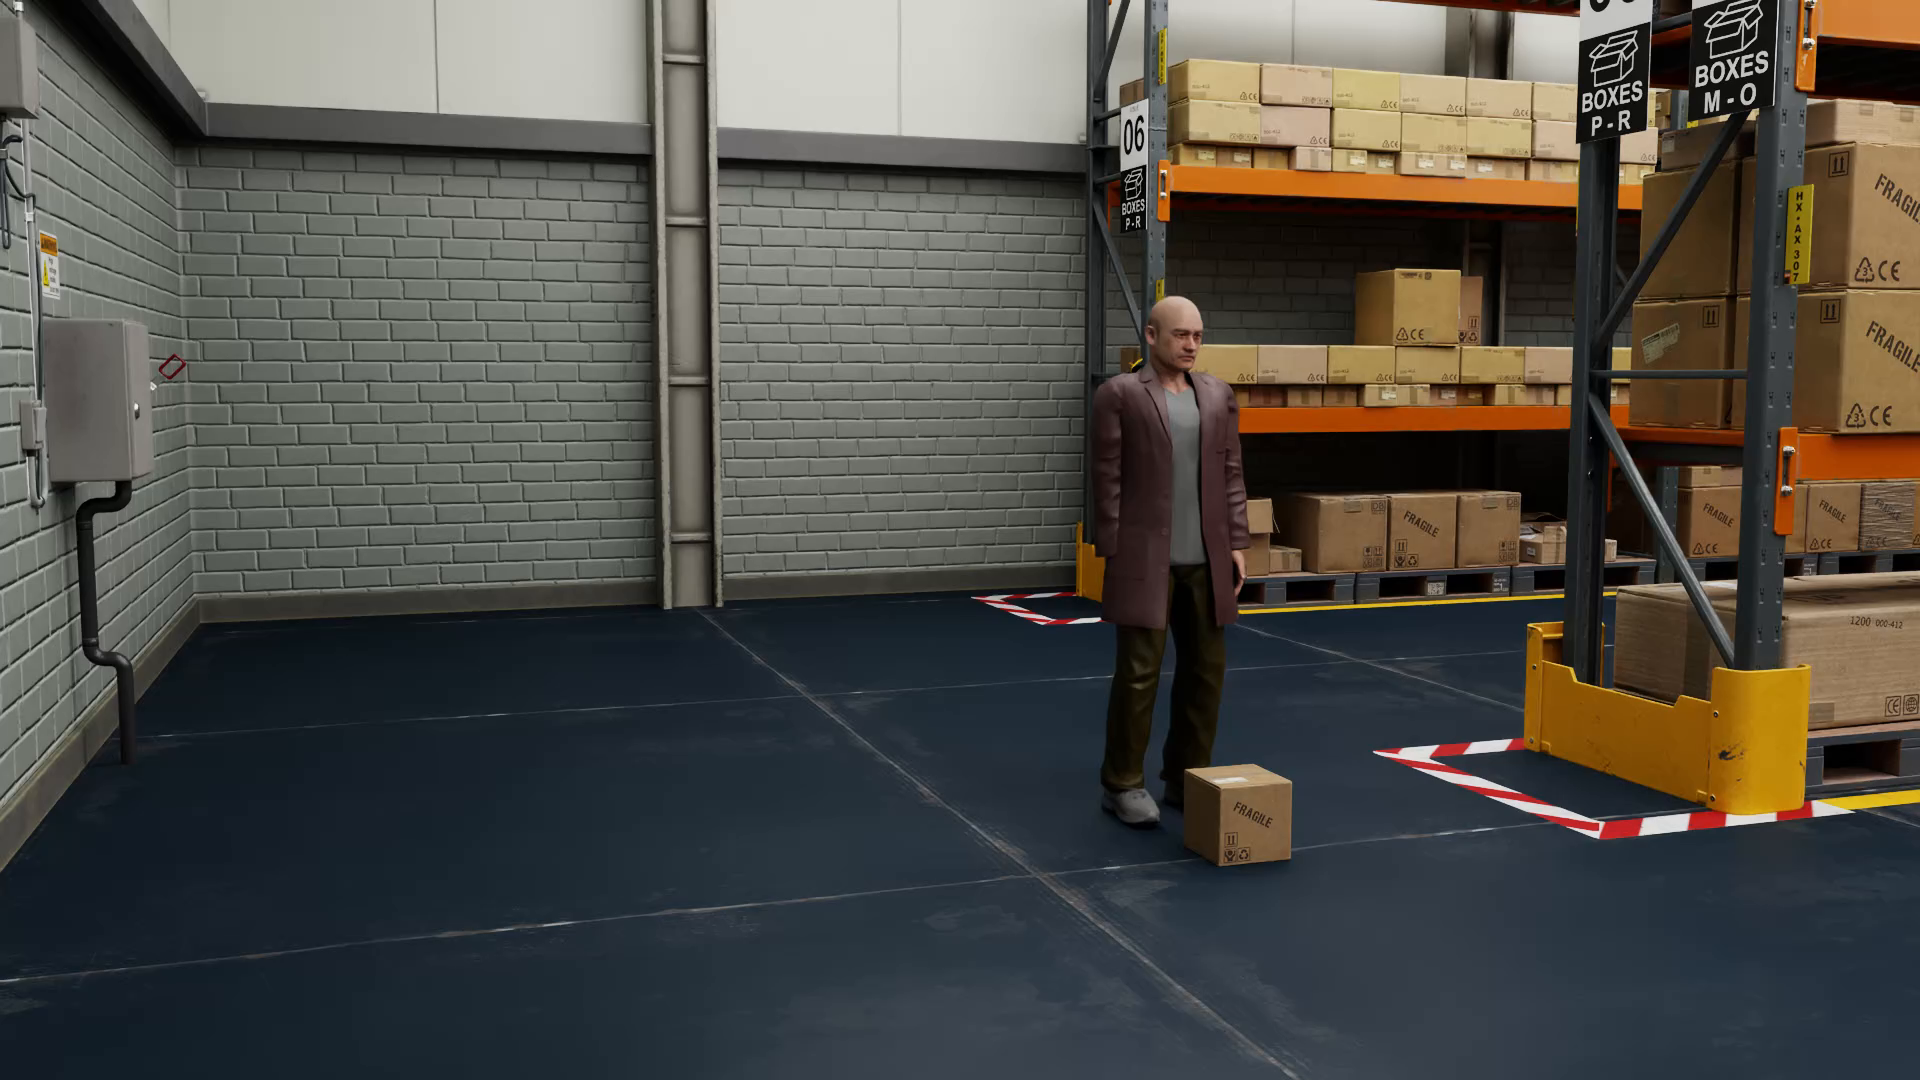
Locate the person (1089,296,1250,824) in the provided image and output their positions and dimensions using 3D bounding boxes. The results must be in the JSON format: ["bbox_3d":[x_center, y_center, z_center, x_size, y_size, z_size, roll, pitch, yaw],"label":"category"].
[{"bbox_3d":[0.731,0.062,5.659,0.563,1.774,0.384,-2,6,-17],"label":"person"}]
